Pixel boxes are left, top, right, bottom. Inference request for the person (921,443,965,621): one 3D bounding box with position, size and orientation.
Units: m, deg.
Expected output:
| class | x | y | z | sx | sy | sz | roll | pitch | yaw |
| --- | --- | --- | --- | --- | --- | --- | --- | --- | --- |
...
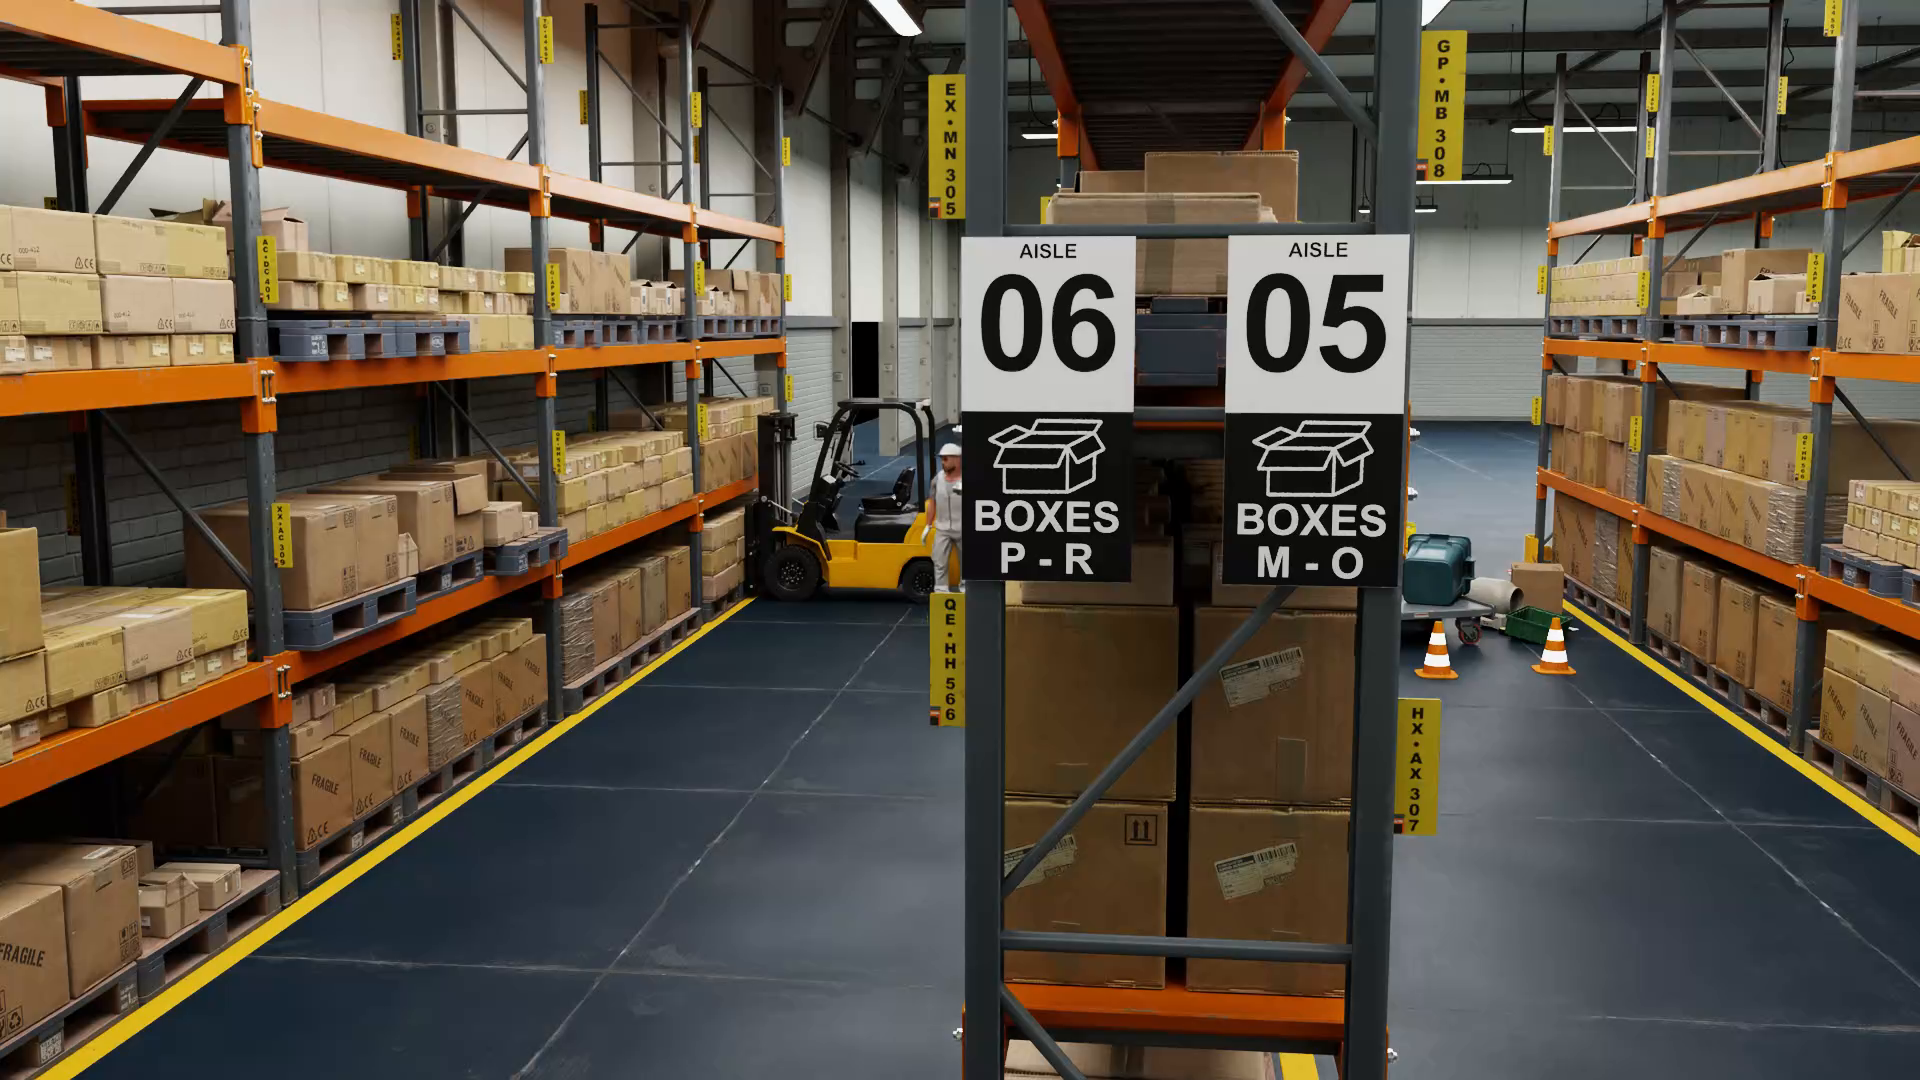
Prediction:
| class | x | y | z | sx | sy | sz | roll | pitch | yaw |
| --- | --- | --- | --- | --- | --- | --- | --- | --- | --- |
| person | -0.096 | -0.074 | 16.611 | 0.625 | 1.784 | 0.626 | 2 | 8 | 14 |
